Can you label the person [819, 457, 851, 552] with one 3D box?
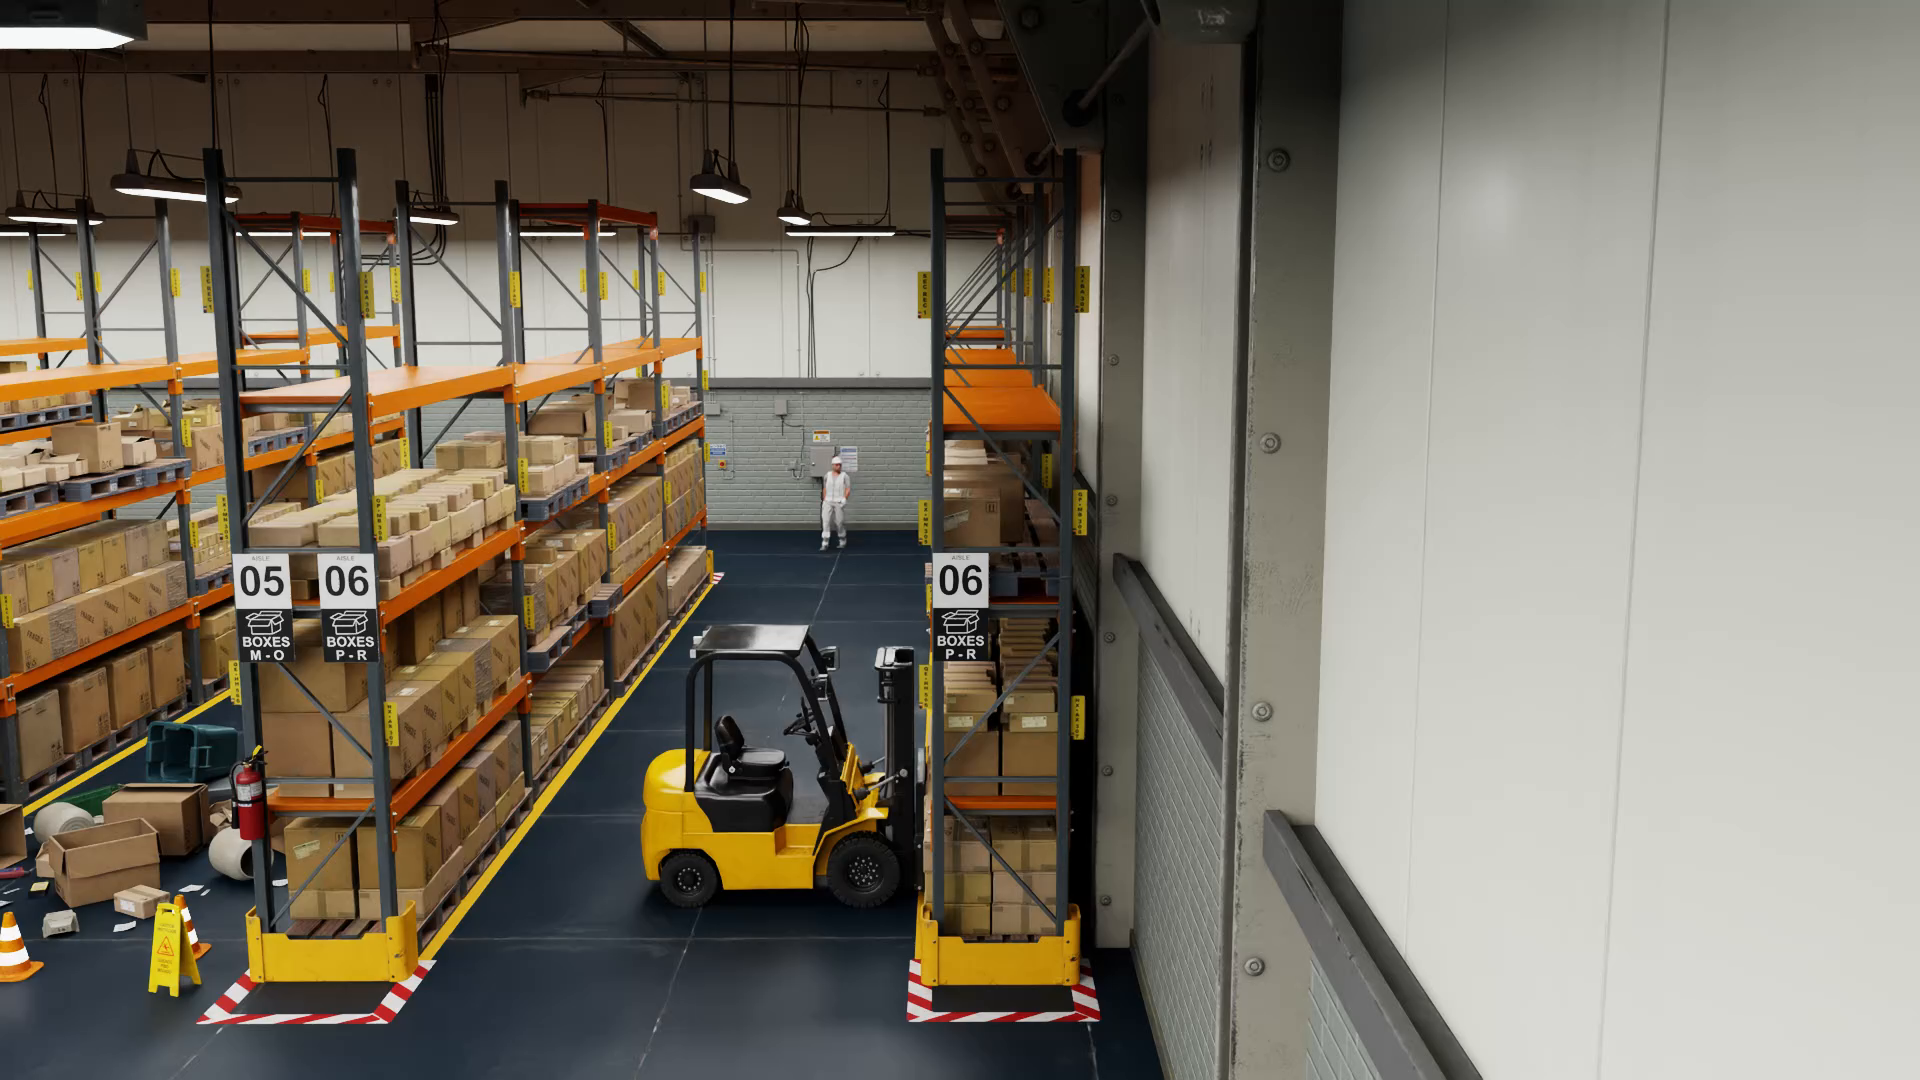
[{"bbox_3d":[-2.382,-0.665,31.215,0.570,1.760,0.746,3,9,16],"label":"person"}]
